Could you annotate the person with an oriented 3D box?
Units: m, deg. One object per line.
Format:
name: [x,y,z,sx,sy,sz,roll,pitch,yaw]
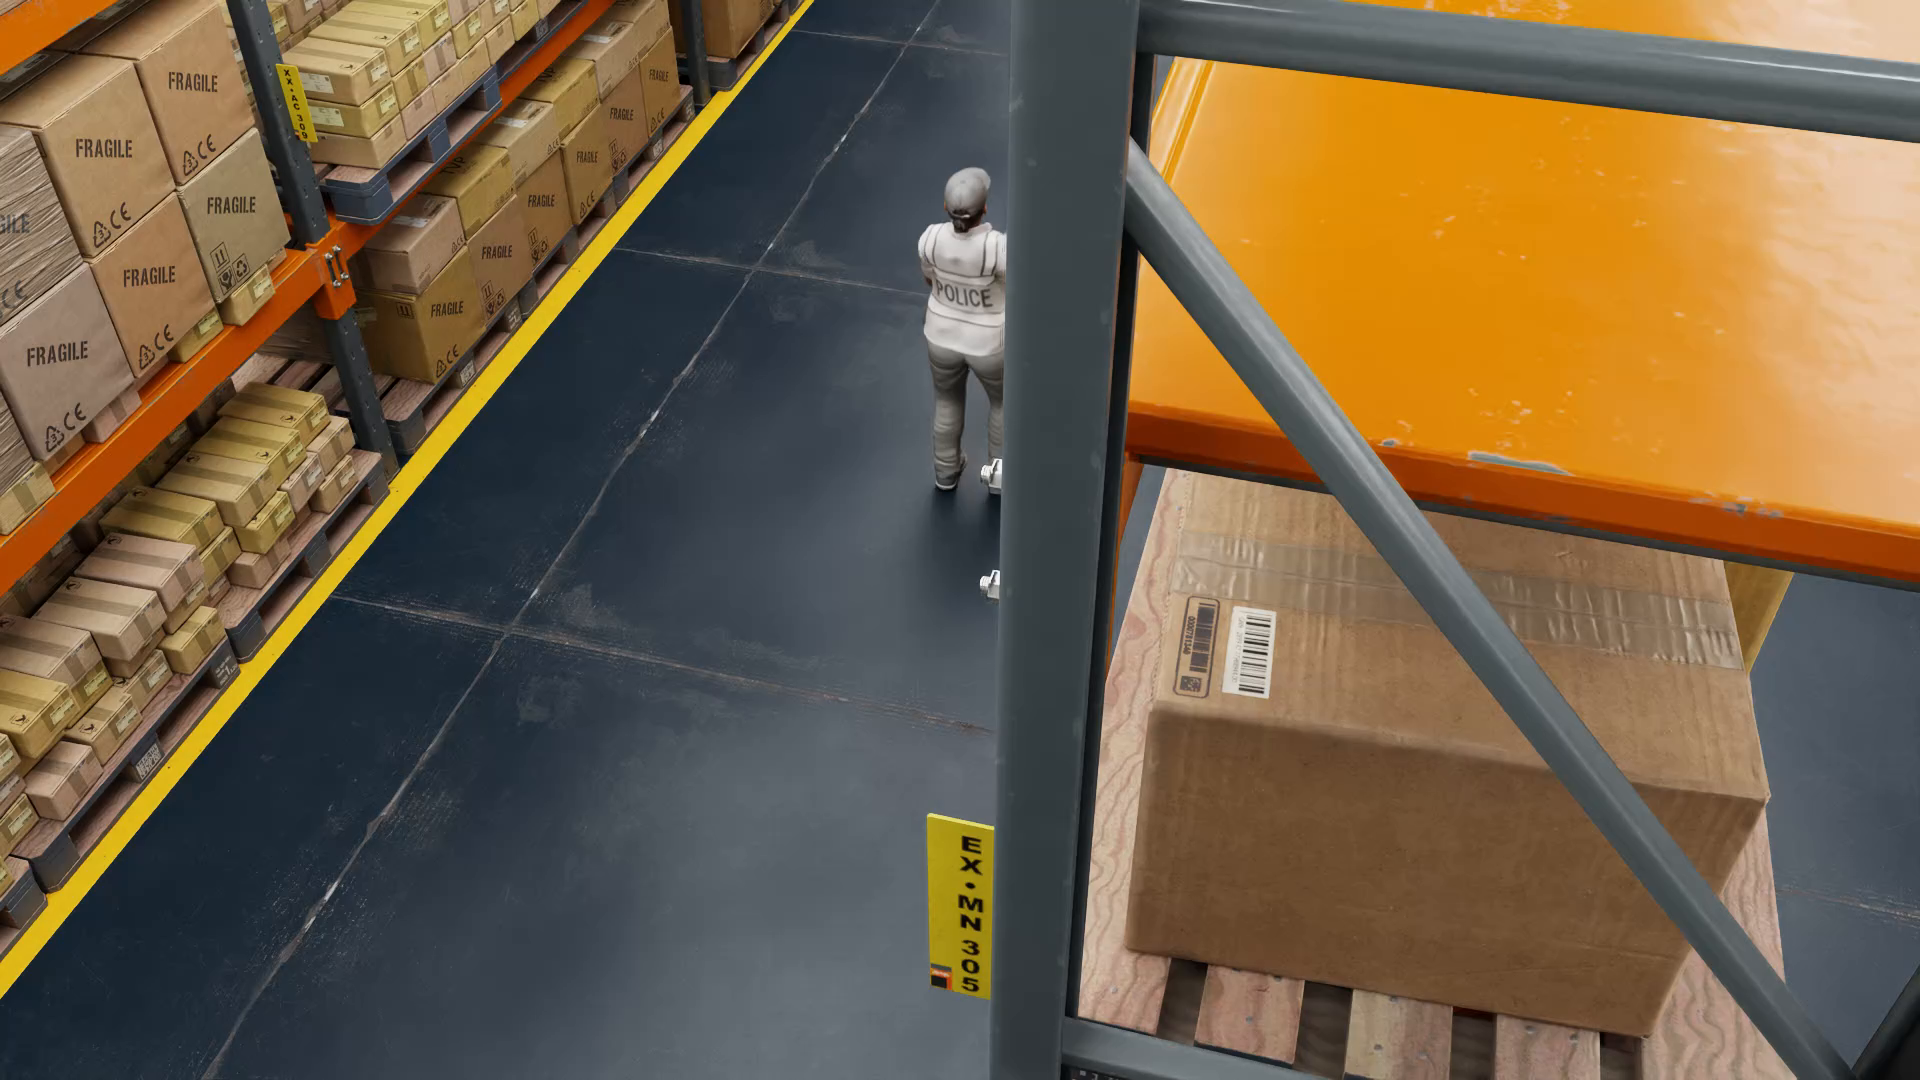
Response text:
person: [0.080,-0.938,7.390,0.457,1.660,0.532,13,43,15]
